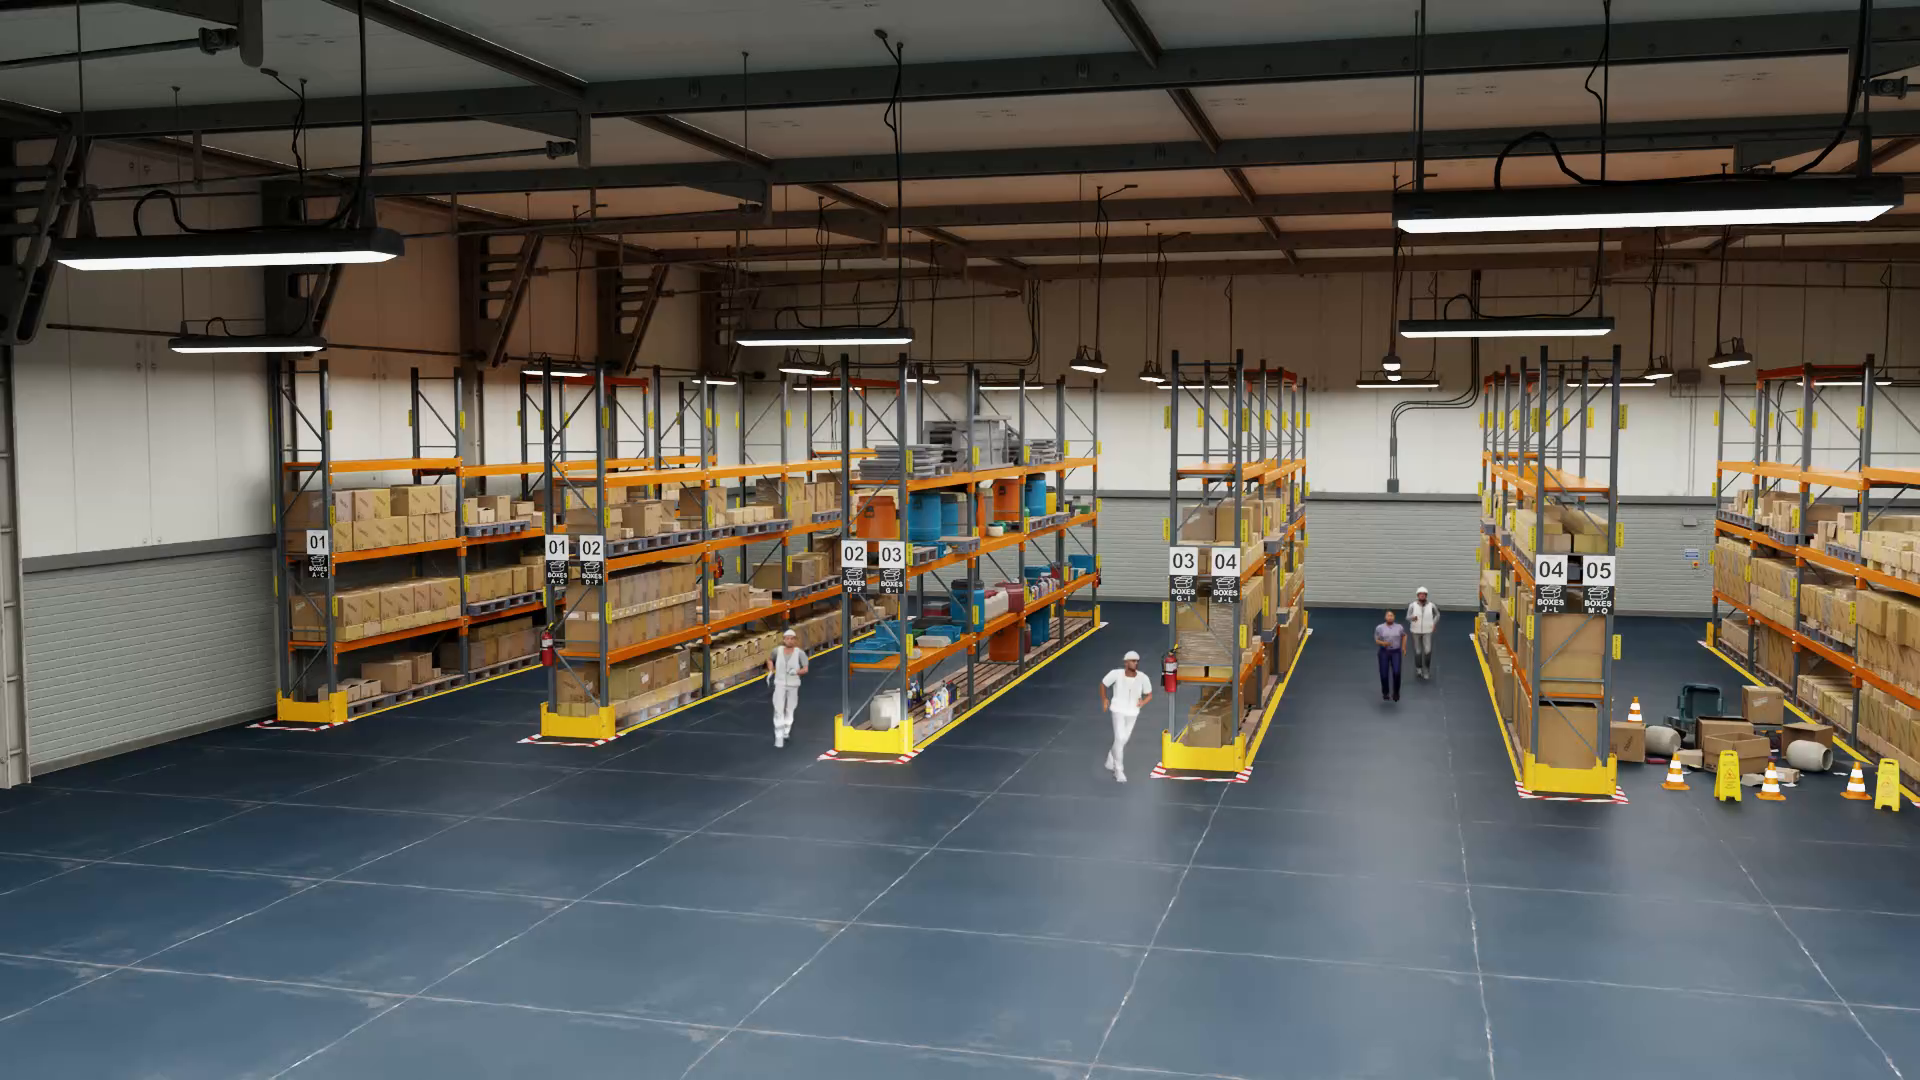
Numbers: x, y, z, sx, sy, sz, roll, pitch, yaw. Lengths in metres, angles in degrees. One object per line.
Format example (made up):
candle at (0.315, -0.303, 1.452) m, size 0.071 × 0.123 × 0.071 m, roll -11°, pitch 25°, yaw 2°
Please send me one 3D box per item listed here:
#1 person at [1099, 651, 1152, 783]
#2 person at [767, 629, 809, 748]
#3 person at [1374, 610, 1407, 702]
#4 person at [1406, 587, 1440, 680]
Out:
person at (2.349, 2.446, 23.389) m, size 0.712 × 1.774 × 0.846 m, roll -1°, pitch 4°, yaw -15°
person at (-2.660, 2.287, 25.682) m, size 0.648 × 1.833 × 0.732 m, roll 0°, pitch 4°, yaw -6°
person at (7.651, 2.067, 29.551) m, size 0.582 × 1.620 × 0.652 m, roll 1°, pitch 4°, yaw 12°
person at (8.953, 1.814, 32.192) m, size 0.638 × 1.806 × 0.687 m, roll 1°, pitch 4°, yaw 17°
